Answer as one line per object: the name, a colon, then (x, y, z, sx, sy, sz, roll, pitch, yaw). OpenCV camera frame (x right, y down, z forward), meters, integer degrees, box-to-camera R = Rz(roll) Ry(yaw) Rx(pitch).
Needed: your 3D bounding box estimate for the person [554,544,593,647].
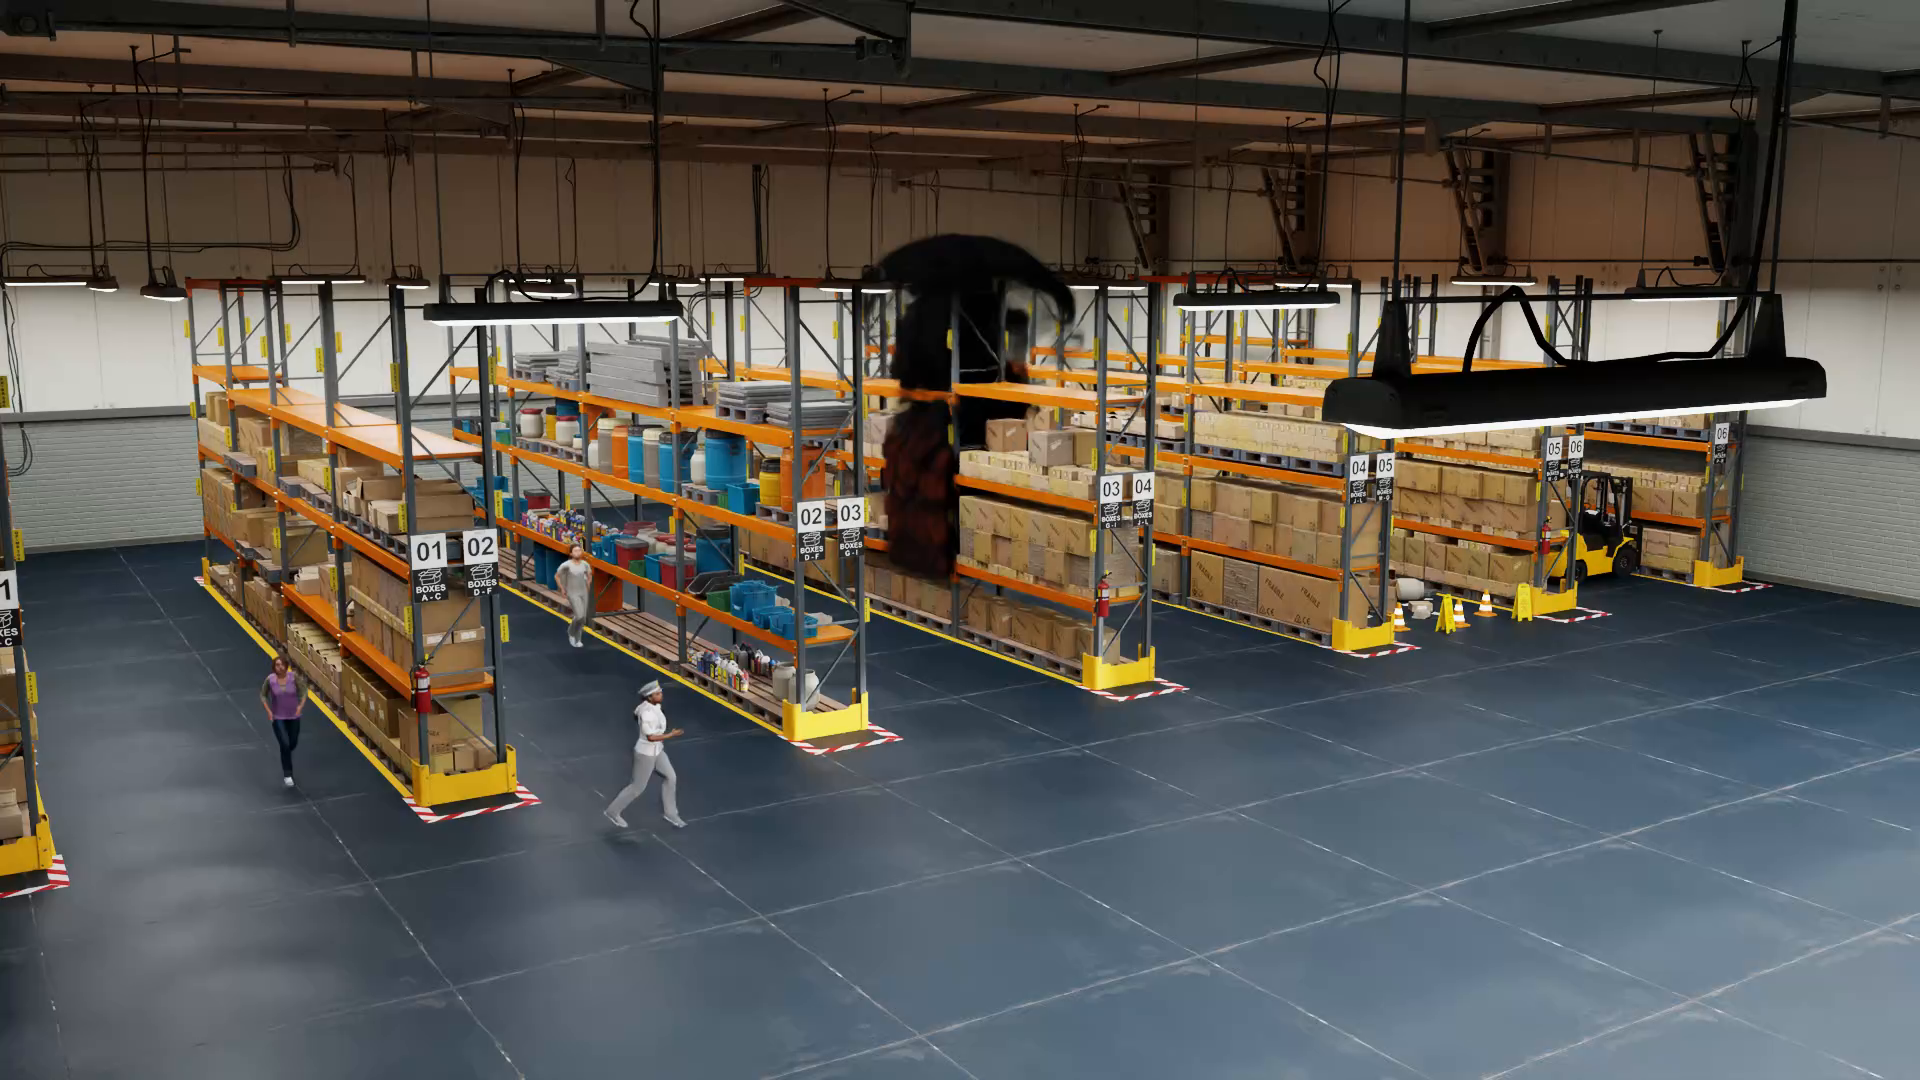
person: (-5.988, 0.885, 26.062, 0.554, 1.653, 0.564, -8, 12, -40)

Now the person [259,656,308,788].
person: (-8.261, 2.178, 20.360, 0.553, 1.617, 0.689, -5, 11, -28)

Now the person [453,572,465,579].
person: (-8.493, 0.443, 28.372, 0.661, 1.777, 0.704, -7, 12, -38)

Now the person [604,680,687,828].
person: (-3.532, 2.412, 18.625, 0.896, 1.736, 0.587, 0, 10, 0)
